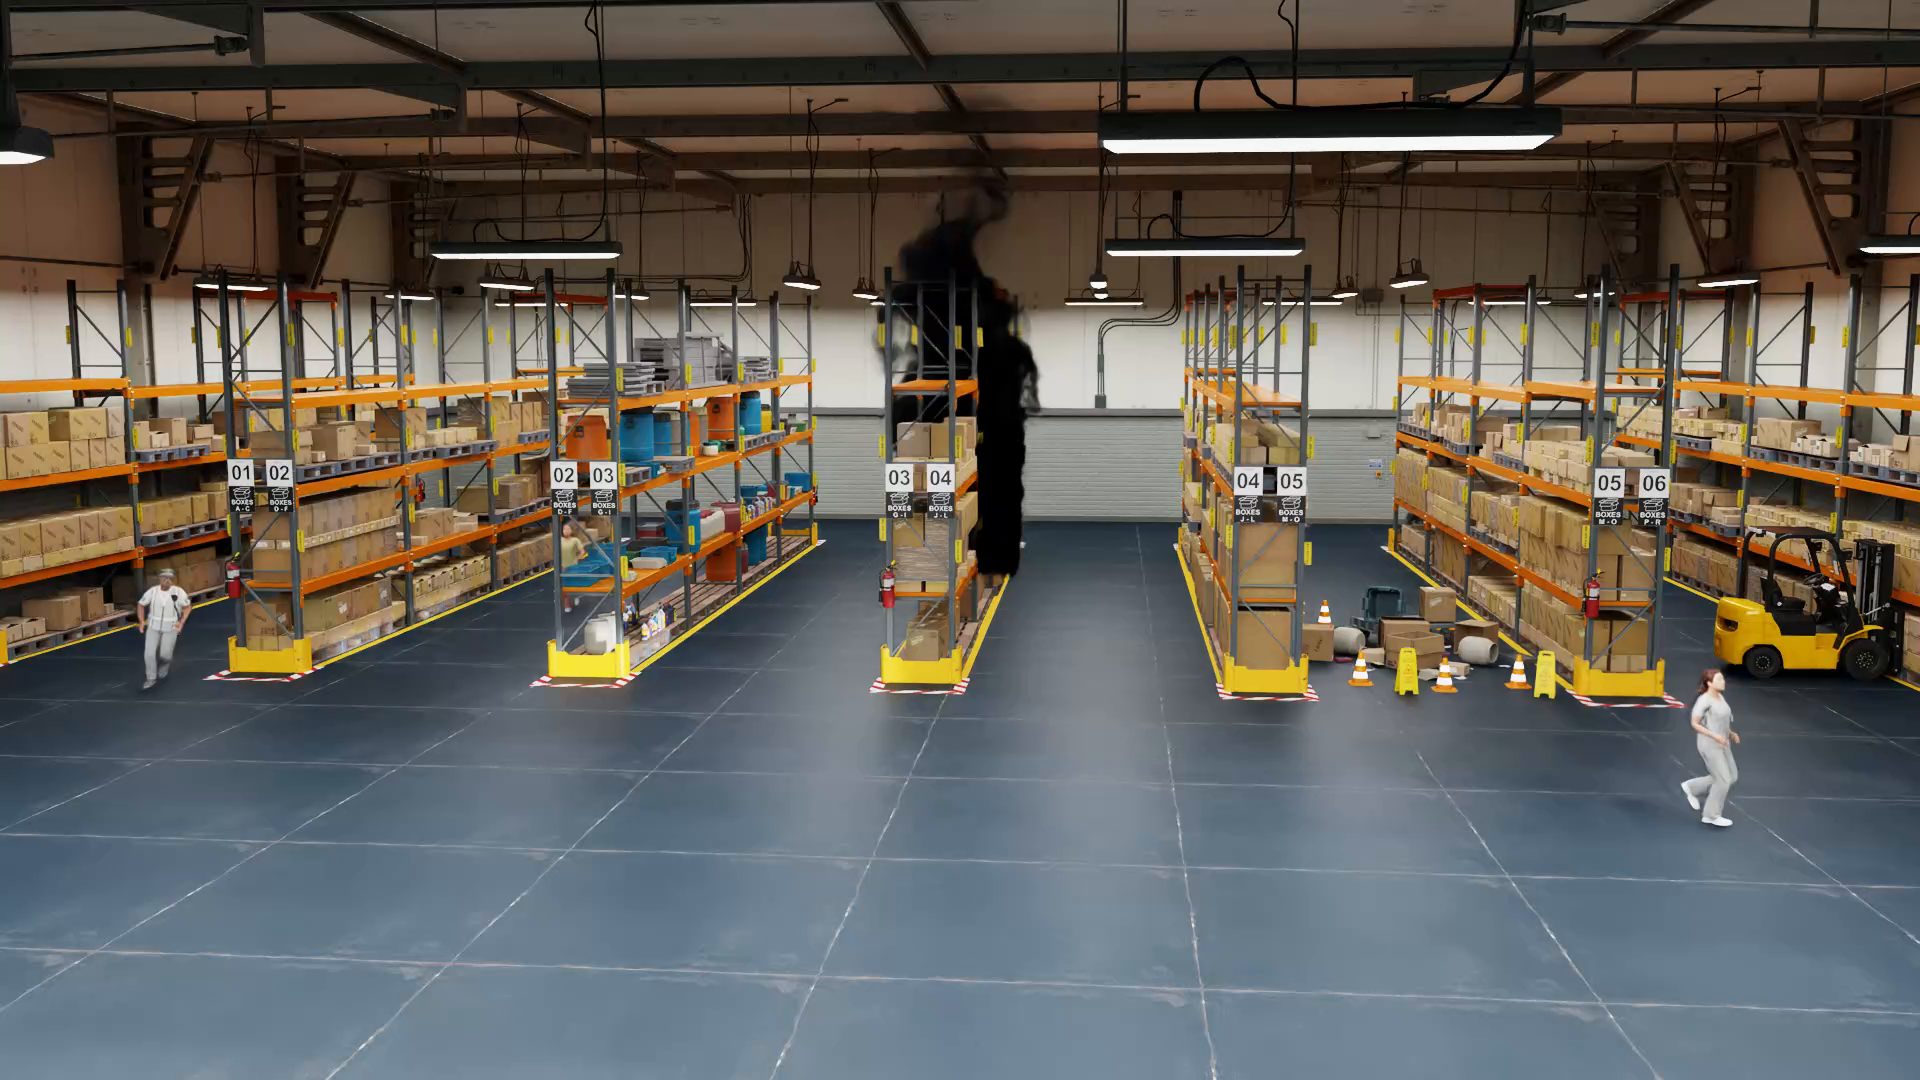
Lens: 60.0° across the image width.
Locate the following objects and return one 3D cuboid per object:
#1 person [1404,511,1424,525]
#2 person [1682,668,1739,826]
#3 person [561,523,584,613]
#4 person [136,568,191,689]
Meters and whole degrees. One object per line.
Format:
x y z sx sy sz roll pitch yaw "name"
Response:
11.023 -0.722 40.471 0.638 1.586 0.866 -7 10 -44 "person"
7.734 2.119 17.174 0.561 1.618 0.593 -6 9 -38 "person"
-7.179 0.502 30.451 0.580 1.619 0.554 0 7 0 "person"
-11.492 1.253 24.017 0.707 1.715 0.538 -2 7 -18 "person"
